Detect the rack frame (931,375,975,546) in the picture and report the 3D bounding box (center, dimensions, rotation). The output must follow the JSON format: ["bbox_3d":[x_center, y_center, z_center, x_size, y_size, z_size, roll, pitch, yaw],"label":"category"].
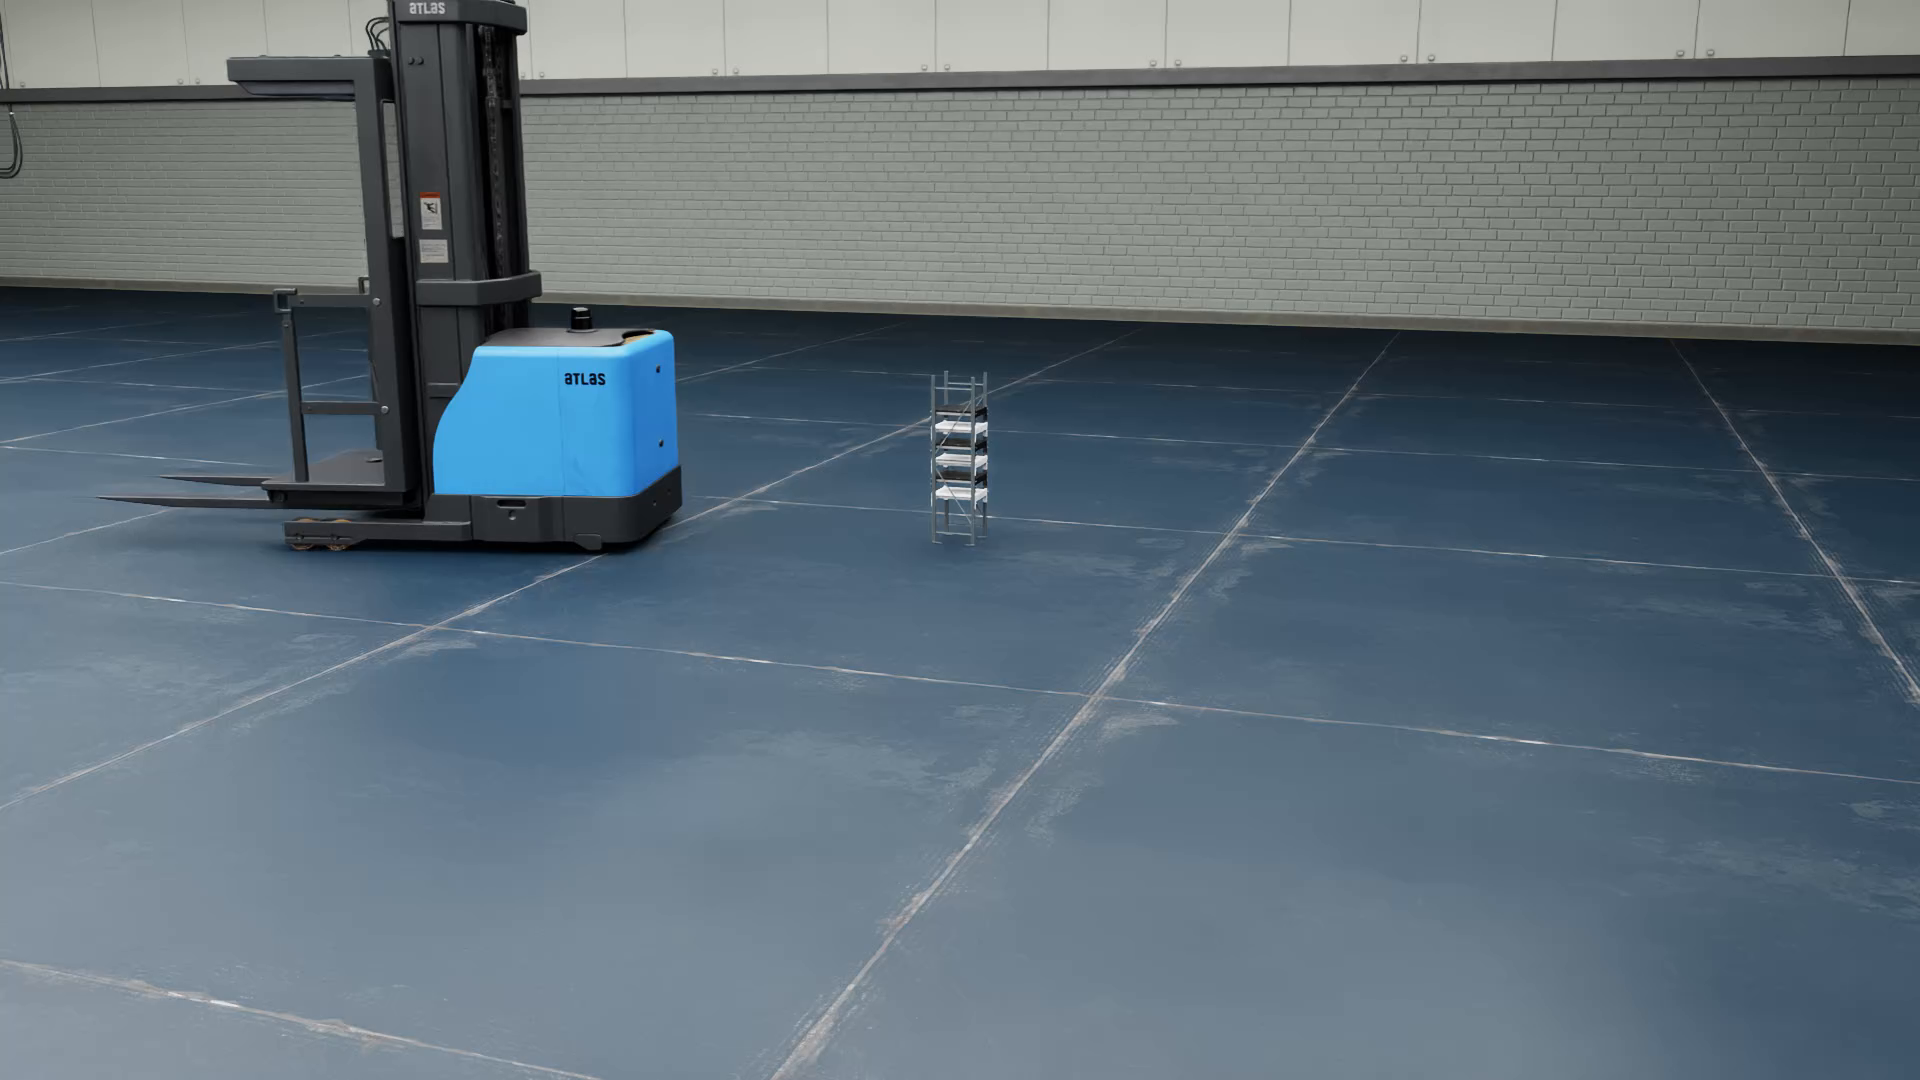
[{"bbox_3d":[-0.036,-0.416,8.787,0.240,0.900,0.006,4,14,18],"label":"rack frame"}]

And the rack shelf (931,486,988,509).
[{"bbox_3d":[-0.003,-0.229,8.928,0.258,0.077,0.200,4,14,18],"label":"rack shelf"}]

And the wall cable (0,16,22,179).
[{"bbox_3d":[-16.407,-7.077,26.749,3.097,2.526,0.112,4,14,18],"label":"wall cable"}]

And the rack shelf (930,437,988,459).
[{"bbox_3d":[-0.003,-0.492,8.868,0.258,0.077,0.200,4,14,18],"label":"rack shelf"}]

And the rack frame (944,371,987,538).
[{"bbox_3d":[0.030,-0.458,8.974,0.240,0.900,0.006,4,14,18],"label":"rack frame"}]

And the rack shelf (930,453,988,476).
[{"bbox_3d":[-0.003,-0.405,8.888,0.258,0.077,0.200,4,14,18],"label":"rack shelf"}]

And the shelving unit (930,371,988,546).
[{"bbox_3d":[-0.003,-0.437,8.880,0.258,0.900,0.210,4,14,18],"label":"shelving unit"}]

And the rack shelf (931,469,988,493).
[{"bbox_3d":[-0.003,-0.317,8.908,0.258,0.077,0.200,4,14,18],"label":"rack shelf"}]

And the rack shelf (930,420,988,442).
[{"bbox_3d":[-0.003,-0.580,8.848,0.258,0.077,0.200,4,14,18],"label":"rack shelf"}]

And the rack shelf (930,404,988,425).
[{"bbox_3d":[-0.003,-0.668,8.828,0.258,0.077,0.200,4,14,18],"label":"rack shelf"}]

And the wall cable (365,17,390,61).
[{"bbox_3d":[-7.430,-9.562,23.016,2.305,6.003,0.169,4,14,18],"label":"wall cable"}]

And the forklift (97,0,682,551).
[{"bbox_3d":[-3.136,-1.488,8.920,3.031,2.935,1.130,1,13,5],"label":"forklift"}]
